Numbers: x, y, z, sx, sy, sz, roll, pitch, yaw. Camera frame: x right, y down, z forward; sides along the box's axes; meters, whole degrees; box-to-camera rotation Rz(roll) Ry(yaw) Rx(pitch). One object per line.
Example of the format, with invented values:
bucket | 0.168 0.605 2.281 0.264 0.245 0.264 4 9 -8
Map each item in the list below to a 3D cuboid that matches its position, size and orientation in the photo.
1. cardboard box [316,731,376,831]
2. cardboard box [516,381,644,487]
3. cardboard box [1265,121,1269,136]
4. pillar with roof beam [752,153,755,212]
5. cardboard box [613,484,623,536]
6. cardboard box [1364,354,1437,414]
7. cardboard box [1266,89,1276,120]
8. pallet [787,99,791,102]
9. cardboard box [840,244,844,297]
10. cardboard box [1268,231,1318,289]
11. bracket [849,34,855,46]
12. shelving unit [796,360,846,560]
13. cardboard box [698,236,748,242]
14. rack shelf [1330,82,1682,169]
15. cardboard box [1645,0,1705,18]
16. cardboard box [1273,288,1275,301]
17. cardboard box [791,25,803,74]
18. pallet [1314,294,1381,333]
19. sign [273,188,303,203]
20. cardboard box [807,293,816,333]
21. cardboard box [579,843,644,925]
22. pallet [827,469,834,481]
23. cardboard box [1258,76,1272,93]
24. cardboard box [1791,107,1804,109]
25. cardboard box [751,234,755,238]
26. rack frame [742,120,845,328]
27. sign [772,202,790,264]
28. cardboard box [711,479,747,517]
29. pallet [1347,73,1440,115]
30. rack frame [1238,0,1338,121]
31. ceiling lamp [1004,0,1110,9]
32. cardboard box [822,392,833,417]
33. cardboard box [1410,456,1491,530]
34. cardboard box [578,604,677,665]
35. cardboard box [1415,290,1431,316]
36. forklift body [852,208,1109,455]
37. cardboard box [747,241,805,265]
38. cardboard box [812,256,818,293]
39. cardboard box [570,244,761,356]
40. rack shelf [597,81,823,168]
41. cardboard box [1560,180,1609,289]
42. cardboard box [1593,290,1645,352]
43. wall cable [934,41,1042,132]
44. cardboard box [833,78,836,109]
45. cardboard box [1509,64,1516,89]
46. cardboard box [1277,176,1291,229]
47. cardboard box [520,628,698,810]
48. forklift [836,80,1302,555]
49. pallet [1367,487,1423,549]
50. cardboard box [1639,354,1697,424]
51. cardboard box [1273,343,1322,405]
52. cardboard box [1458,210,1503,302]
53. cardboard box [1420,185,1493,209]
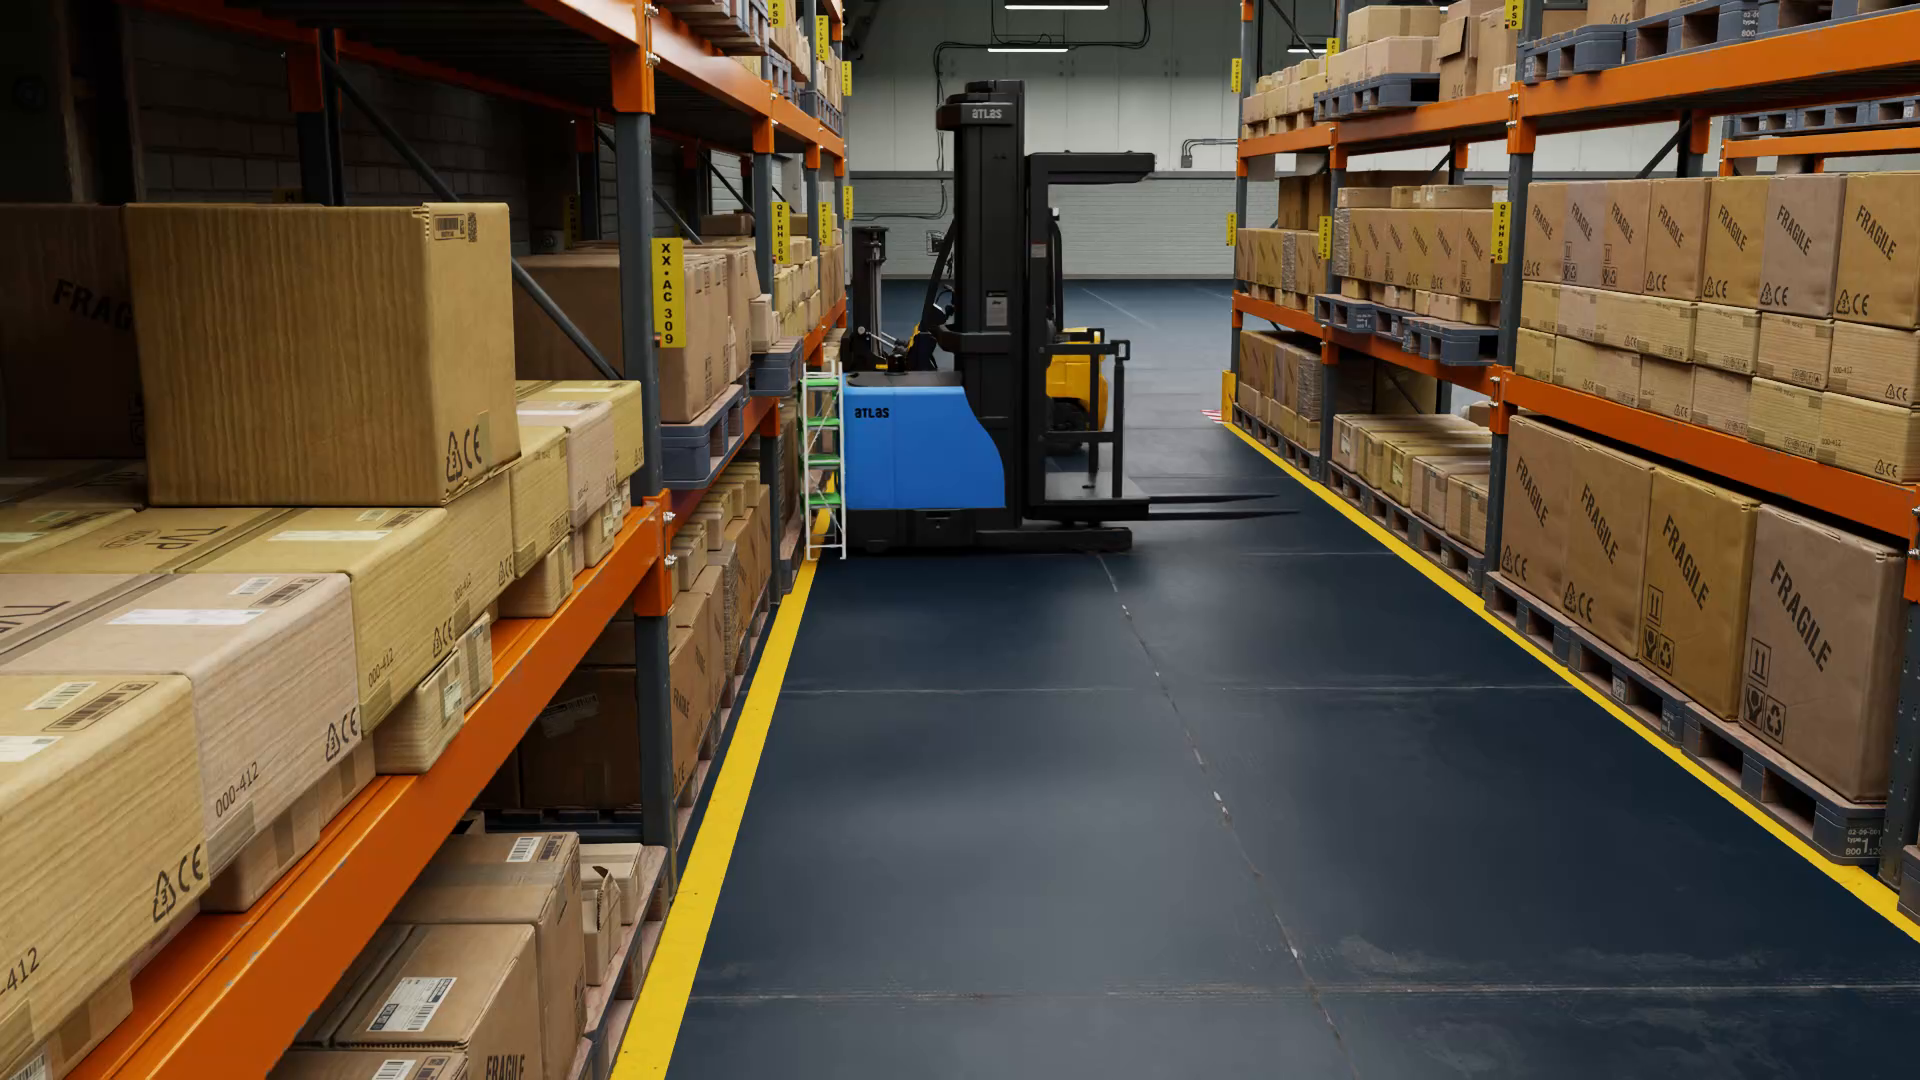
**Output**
cardboard box | -1.117 0.332 2.511 0.380 0.149 0.250 0 11 0
cardboard box | -1.166 -0.286 4.555 0.500 0.250 0.500 0 11 0
cardboard box | 3.072 -3.847 15.563 0.380 0.149 0.250 0 11 -2
pillar with roof beam | 1.625 -6.708 21.491 9.100 9.000 0.400 0 11 -1
cardboard box | -1.134 -0.077 4.527 0.380 0.149 0.250 0 11 0
cardboard box | 3.634 -1.270 13.747 0.500 0.500 0.500 0 11 2
cardboard box | 3.074 -3.959 15.115 0.500 0.250 0.500 0 11 1
pallet | -1.633 -2.844 10.462 1.003 0.211 1.213 0 11 1
cardboard box | -1.396 -2.652 16.335 0.500 0.500 0.500 0 11 -2
cardboard box | 3.071 -2.515 14.912 0.500 0.500 0.500 0 11 -2
bracket | -2.758 -12.632 41.637 0.076 0.066 4.783 0 11 -1
shelving unit | -0.864 -0.508 10.334 0.258 1.200 0.503 -2 8 -9
cardboard box | -1.793 -2.201 12.479 0.380 0.149 0.250 0 11 -2
rack shelf | 3.418 -2.646 10.820 1.077 0.370 4.000 0 11 -1
cardboard box | 3.670 -2.659 7.771 0.700 0.500 0.500 -1 11 -4
cardboard box | 3.102 -2.272 15.345 0.380 0.149 0.250 0 11 1
cardboard box | -1.311 -3.290 11.105 0.500 0.311 0.500 -1 11 -3
pallet | 3.247 -1.679 12.274 1.003 0.211 1.213 0 11 -1
sign | -1.975 -0.879 4.934 0.100 0.325 0.005 0 11 -1
cardboard box | -1.298 -1.632 11.936 0.500 0.250 0.500 0 11 -1
cardboard box | -1.116 0.987 4.765 0.380 0.149 0.250 -1 11 -3
pallet | -1.560 -0.696 13.959 1.003 0.211 1.213 0 11 -1
cardboard box | 2.993 -4.237 15.480 0.380 0.149 0.250 0 11 -1
cardboard box | 7.949 -4.093 15.468 0.380 0.149 0.250 0 11 -1
cardboard box | -1.886 -2.436 13.642 0.380 0.149 0.250 0 11 0
rack frame | -1.669 -2.700 16.822 1.000 3.000 0.127 0 11 -1
sign | -0.961 -1.642 8.896 0.100 0.325 0.005 0 11 -1
cardboard box | -1.242 -0.204 8.121 0.380 0.149 0.250 -1 11 -3
pallet | 3.307 -2.974 11.104 1.213 0.211 1.003 0 11 -1
rack frame | 3.294 -5.661 16.329 1.000 3.000 0.127 0 11 -1
ceiling lamp | 1.841 -11.762 31.723 2.000 3.185 0.800 0 11 -1
cardboard box | -1.287 -1.105 13.564 0.500 0.250 0.500 0 11 -1
cardboard box | 3.434 -0.307 10.583 0.950 0.372 0.625 0 11 -2
cardboard box | -1.162 0.315 5.563 0.380 0.149 0.250 0 11 2
cardboard box | 3.072 -1.485 10.410 0.380 0.149 0.250 0 11 0
forklift body | 0.195 -1.914 15.085 2.313 2.155 1.214 0 11 -1
cardboard box | -1.218 -1.898 10.988 0.380 0.149 0.250 -1 11 -3
cardboard box | -1.320 -1.979 12.391 0.500 0.250 0.500 0 11 -2
cardboard box | -1.285 -1.042 7.335 0.797 0.503 0.637 -1 11 -2
rack shelf | -1.545 -2.624 10.716 1.077 0.370 4.000 0 11 -1
cardboard box | 3.245 -1.472 8.004 0.500 0.500 0.500 0 11 -1
cardboard box | 3.230 -0.998 7.556 0.500 0.250 0.500 0 11 -1
wall cable | 0.791 -13.017 47.694 3.097 2.526 0.112 0 11 -1
cardboard box | -1.343 -4.145 15.431 0.396 0.266 0.258 0 11 -1
cardboard box | 3.243 -2.539 9.118 0.380 0.149 0.250 0 11 -1
cardboard box | 3.523 -3.305 16.291 0.700 0.500 0.500 -1 11 -3
cardboard box | -1.206 0.608 5.749 0.500 0.500 0.500 0 11 1
forklift | 0.696 -1.447 10.819 3.031 2.935 1.130 -1 12 -4
pallet | 3.422 -0.161 11.322 1.003 0.211 1.213 0 11 -1
cardboard box | 3.265 -0.654 7.117 0.500 0.250 0.500 0 11 -1
cardboard box | 3.072 -1.470 14.736 0.500 0.500 0.500 0 11 2
cardboard box | 3.172 -1.620 9.446 0.500 0.500 0.500 -1 11 -3
cardboard box | 3.143 -2.173 10.539 0.380 0.149 0.250 -1 11 -4
